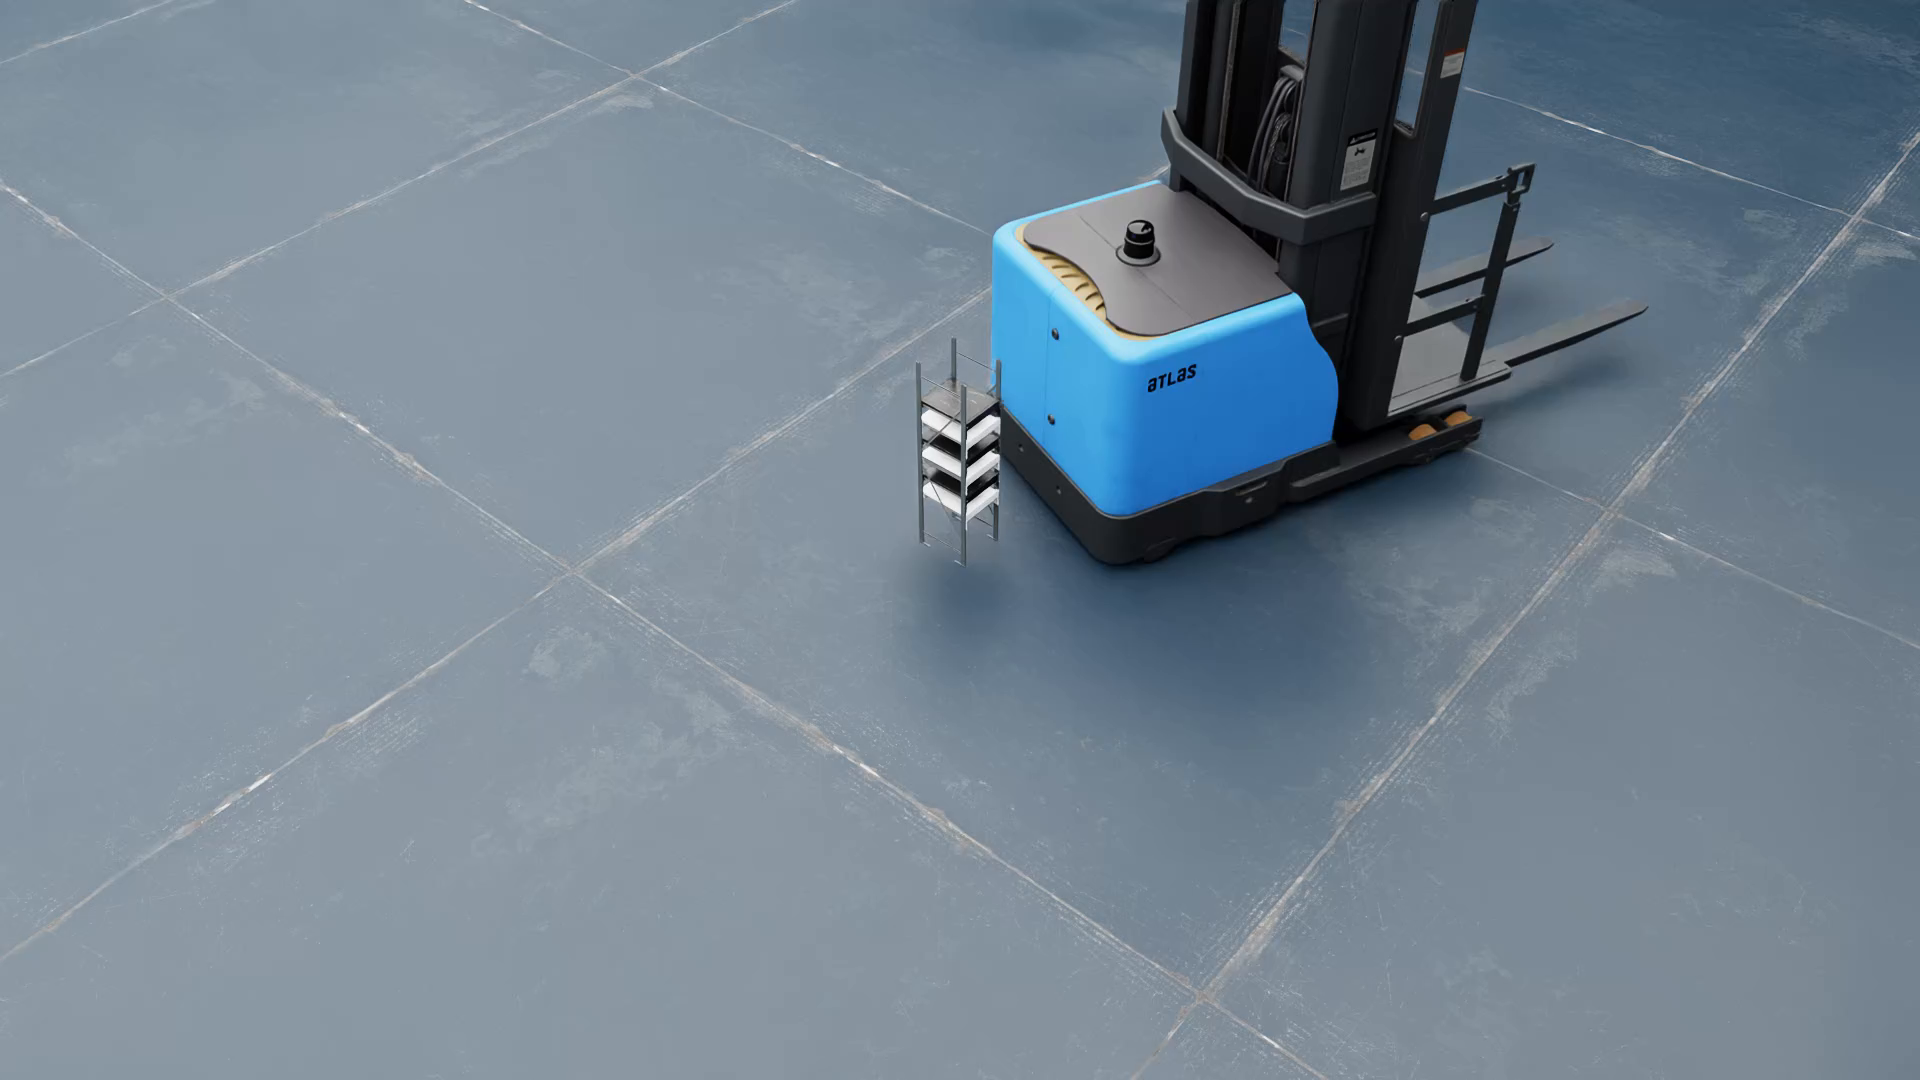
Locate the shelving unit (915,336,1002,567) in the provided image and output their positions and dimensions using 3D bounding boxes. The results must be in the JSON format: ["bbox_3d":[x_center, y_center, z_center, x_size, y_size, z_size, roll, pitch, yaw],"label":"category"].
[{"bbox_3d":[-0.005,-0.329,6.443,0.258,0.900,0.210,29,50,28],"label":"shelving unit"}]

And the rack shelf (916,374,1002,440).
[{"bbox_3d":[-0.005,-0.504,6.283,0.258,0.077,0.200,29,50,28],"label":"rack shelf"}]

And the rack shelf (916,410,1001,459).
[{"bbox_3d":[-0.005,-0.437,6.344,0.258,0.077,0.200,29,50,28],"label":"rack shelf"}]

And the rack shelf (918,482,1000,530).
[{"bbox_3d":[-0.005,-0.171,6.586,0.258,0.077,0.200,29,50,28],"label":"rack shelf"}]

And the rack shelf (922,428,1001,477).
[{"bbox_3d":[-0.005,-0.371,6.405,0.258,0.077,0.200,29,50,28],"label":"rack shelf"}]

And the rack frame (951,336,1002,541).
[{"bbox_3d":[0.060,-0.381,6.500,0.240,0.900,0.006,29,50,28],"label":"rack frame"}]

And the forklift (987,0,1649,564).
[{"bbox_3d":[1.659,-1.704,6.445,3.031,2.935,1.130,-20,46,-21],"label":"forklift"}]

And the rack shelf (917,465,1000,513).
[{"bbox_3d":[-0.005,-0.238,6.526,0.258,0.077,0.200,29,50,28],"label":"rack shelf"}]

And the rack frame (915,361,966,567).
[{"bbox_3d":[-0.071,-0.276,6.385,0.240,0.900,0.006,29,50,28],"label":"rack frame"}]

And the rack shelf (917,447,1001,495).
[{"bbox_3d":[-0.005,-0.304,6.465,0.258,0.077,0.200,29,50,28],"label":"rack shelf"}]
